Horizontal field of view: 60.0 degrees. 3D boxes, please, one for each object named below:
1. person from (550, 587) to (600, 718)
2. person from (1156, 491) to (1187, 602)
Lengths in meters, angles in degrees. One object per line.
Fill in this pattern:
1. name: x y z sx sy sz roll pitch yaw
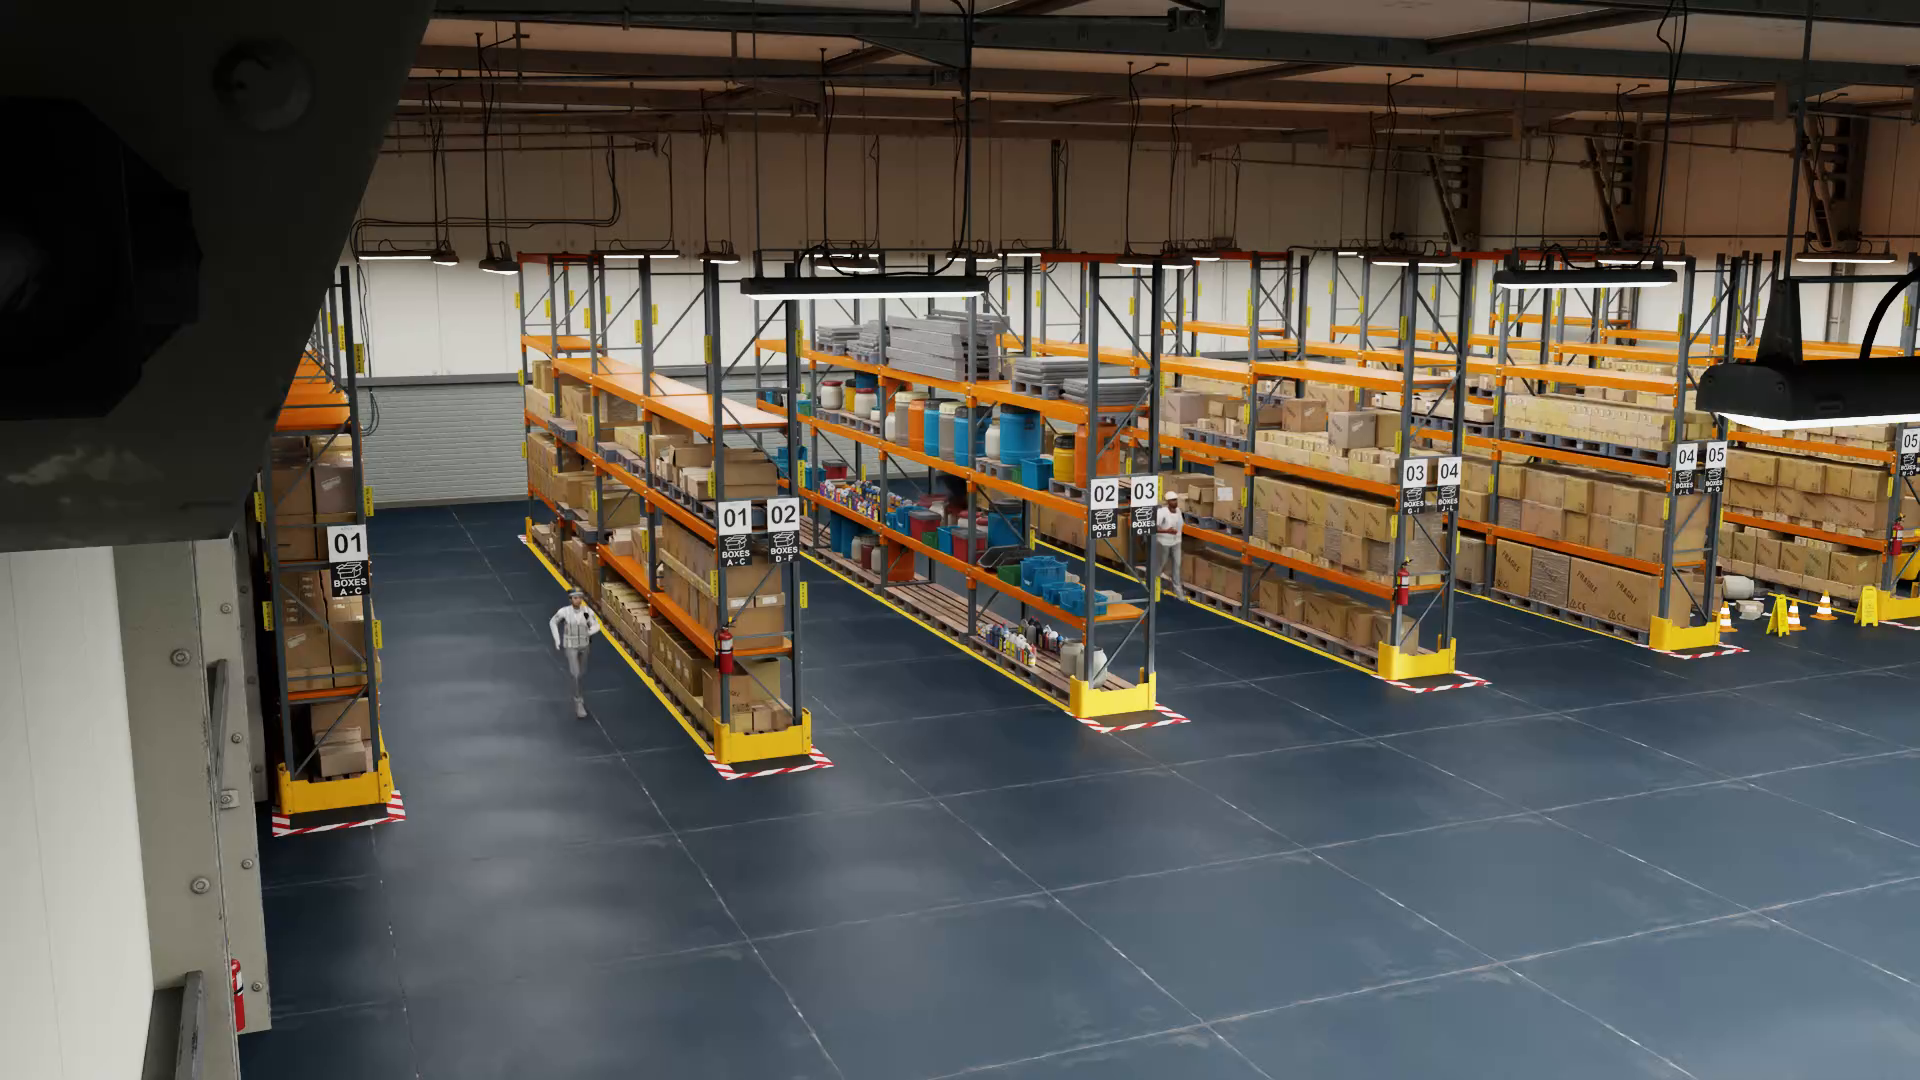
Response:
1. person: -5.134 1.448 22.318 0.614 1.707 0.854 -6 12 -29
2. person: 3.516 0.090 28.078 0.677 1.847 0.750 -5 12 -26
